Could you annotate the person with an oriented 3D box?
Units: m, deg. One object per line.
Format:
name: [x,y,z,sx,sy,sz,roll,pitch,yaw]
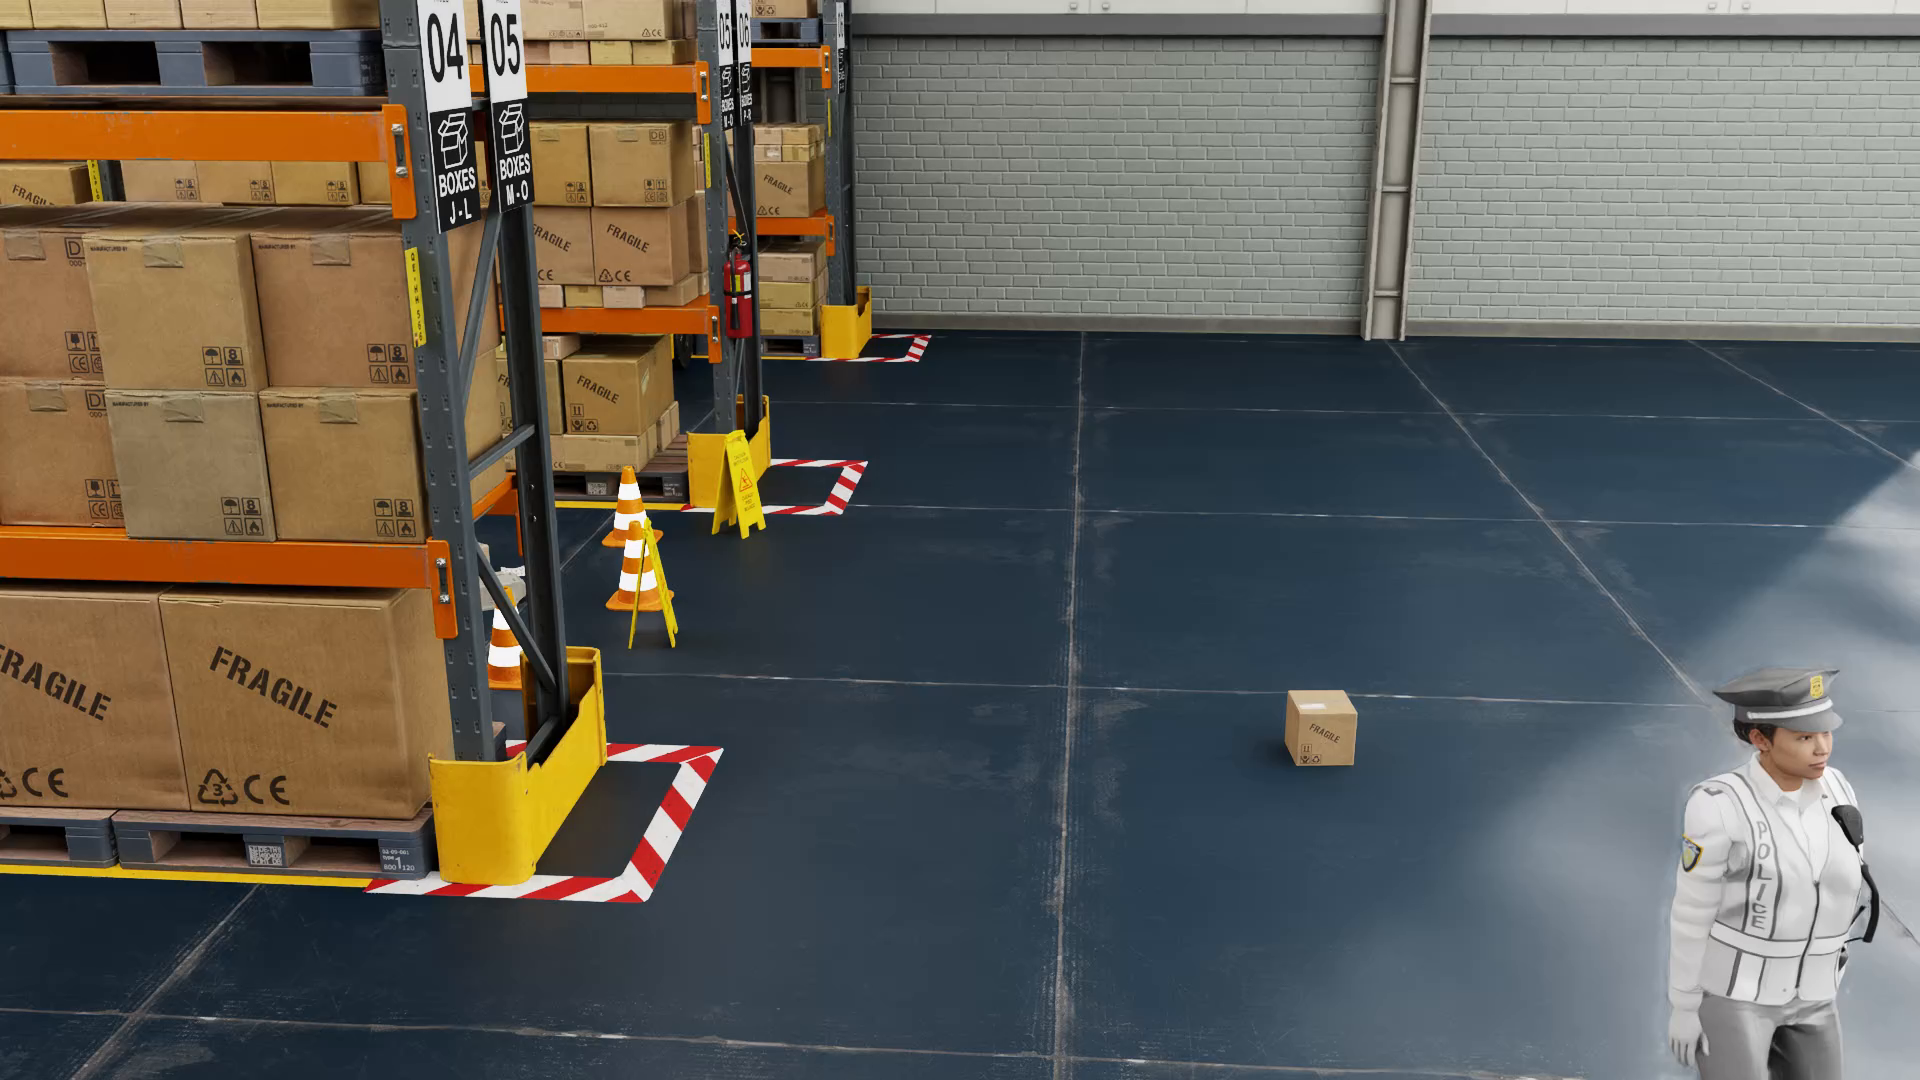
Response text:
person: [1.938,1.072,4.074,0.486,1.677,0.596,-4,18,-13]
